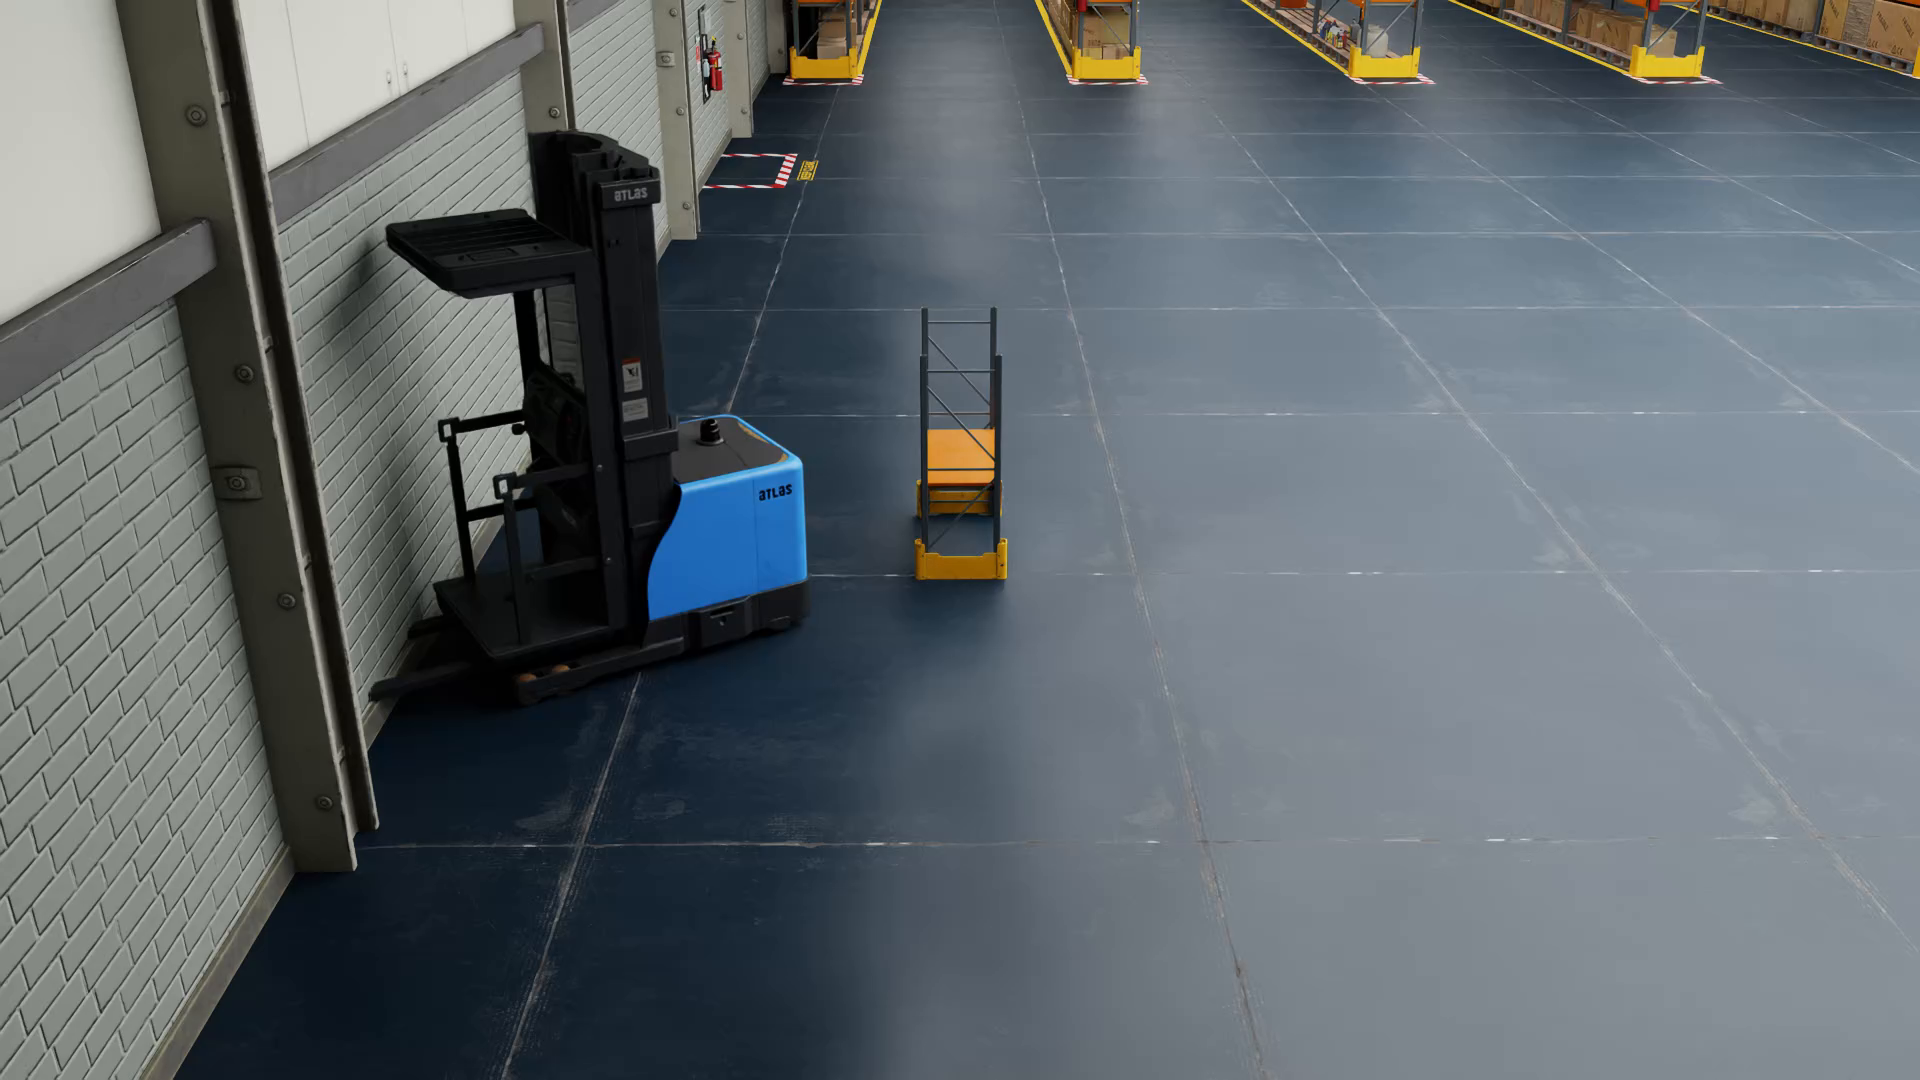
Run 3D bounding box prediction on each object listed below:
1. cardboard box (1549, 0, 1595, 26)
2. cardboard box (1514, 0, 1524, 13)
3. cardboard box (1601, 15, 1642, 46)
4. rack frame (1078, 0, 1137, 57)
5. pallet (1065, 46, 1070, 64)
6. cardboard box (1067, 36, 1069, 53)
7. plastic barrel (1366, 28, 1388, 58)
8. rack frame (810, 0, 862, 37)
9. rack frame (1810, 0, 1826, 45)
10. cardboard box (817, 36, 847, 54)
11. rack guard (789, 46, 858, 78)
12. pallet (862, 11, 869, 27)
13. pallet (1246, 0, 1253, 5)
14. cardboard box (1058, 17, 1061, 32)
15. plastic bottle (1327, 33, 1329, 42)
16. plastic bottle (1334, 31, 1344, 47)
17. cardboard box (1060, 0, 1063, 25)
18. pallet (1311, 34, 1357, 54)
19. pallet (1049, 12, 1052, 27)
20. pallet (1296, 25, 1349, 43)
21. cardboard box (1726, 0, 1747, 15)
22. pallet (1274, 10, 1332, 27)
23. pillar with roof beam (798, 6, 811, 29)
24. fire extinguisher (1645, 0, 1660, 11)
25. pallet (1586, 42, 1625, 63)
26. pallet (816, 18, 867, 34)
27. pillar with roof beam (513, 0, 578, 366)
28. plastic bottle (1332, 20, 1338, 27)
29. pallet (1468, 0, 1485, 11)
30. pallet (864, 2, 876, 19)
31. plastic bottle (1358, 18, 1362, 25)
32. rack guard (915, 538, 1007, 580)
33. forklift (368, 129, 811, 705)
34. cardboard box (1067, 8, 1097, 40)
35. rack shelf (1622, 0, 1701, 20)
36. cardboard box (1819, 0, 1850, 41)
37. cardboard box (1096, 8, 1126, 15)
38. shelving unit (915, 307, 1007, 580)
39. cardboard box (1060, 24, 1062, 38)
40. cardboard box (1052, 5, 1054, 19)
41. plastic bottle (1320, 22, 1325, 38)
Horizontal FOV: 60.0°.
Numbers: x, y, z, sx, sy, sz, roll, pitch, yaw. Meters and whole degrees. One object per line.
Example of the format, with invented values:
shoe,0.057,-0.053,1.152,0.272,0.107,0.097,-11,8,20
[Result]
cardboard box,12.452,-10.723,33.818,0.700,0.500,0.500,0,24,-1
cardboard box,12.407,-11.645,35.858,0.700,0.500,0.500,-2,24,-3
cardboard box,12.487,-9.608,31.377,0.500,0.500,0.500,-2,24,-5
rack frame,2.561,-9.520,28.660,1.000,3.000,0.127,0,24,-1
pallet,2.500,-9.066,31.040,1.003,0.211,1.213,0,24,-1
cardboard box,2.235,-9.091,30.537,0.500,0.250,0.500,0,24,-1
plastic barrel,7.430,-8.870,29.731,0.421,0.512,0.421,0,24,0
rack frame,-2.436,-11.145,32.252,1.000,3.000,0.127,0,24,-1
rack frame,17.384,-11.192,32.357,1.000,3.000,0.127,0,24,-1
cardboard box,-2.316,-8.992,30.221,0.500,0.311,0.500,2,24,4
rack guard,-2.393,-8.389,29.192,1.175,0.500,0.348,0,24,-1
pallet,-2.473,-11.201,35.759,1.003,0.211,1.213,0,24,-1
pallet,7.350,-12.897,39.510,1.003,0.211,1.213,0,24,-1
cardboard box,2.223,-10.277,33.159,0.500,0.250,0.500,0,24,-1
plastic bottle,7.046,-9.586,31.667,0.097,0.201,0.097,0,24,0
plastic bottle,7.080,-9.359,31.075,0.152,0.276,0.135,0,24,0
cardboard box,2.209,-10.256,32.204,0.500,0.500,0.500,0,24,-1
pallet,7.436,-9.642,32.313,1.003,0.211,1.213,0,24,-1
pallet,2.444,-11.207,35.773,1.003,0.211,1.213,0,24,-1
pallet,7.423,-10.242,33.640,1.003,0.211,1.213,0,24,-1
cardboard box,17.257,-11.756,35.822,1.050,0.750,0.750,-1,24,-1
pallet,7.396,-11.248,35.863,1.003,0.211,1.213,0,24,-1
pillar with roof beam,0.974,-15.006,33.510,9.100,9.000,0.400,0,24,-1
fire extinguisher,12.007,-9.479,28.662,0.296,0.674,0.183,0,24,-1
pallet,12.482,-9.161,31.248,1.003,0.211,1.213,0,24,-1
pallet,-2.462,-10.699,34.650,1.003,0.211,1.213,0,24,-1
pillar with roof beam,1.236,-5.117,11.643,9.100,9.000,0.400,0,24,-1
plastic bottle,7.208,-9.849,32.067,0.144,0.351,0.185,0,24,-1
pallet,12.436,-12.416,38.446,1.003,0.211,1.213,0,24,-1
pallet,-2.413,-11.848,37.190,1.003,0.211,1.213,0,24,-1
plastic bottle,7.766,-9.919,32.222,0.144,0.351,0.185,-1,24,-2
rack guard,0.006,0.123,10.675,0.587,0.250,0.087,0,24,-1
forklift,-2.425,-0.670,9.174,3.031,2.935,1.130,-15,28,-29
cardboard box,2.232,-9.432,30.382,0.500,0.500,0.500,0,24,-1
rack shelf,12.445,-10.060,30.726,1.077,0.370,4.000,0,24,-1
cardboard box,17.321,-10.156,32.134,0.875,0.875,0.875,0,24,0
cardboard box,2.752,-9.435,30.387,0.500,0.500,0.500,0,24,-1
shelving unit,0.001,-0.652,10.871,0.587,1.500,1.083,0,24,-1
cardboard box,2.219,-9.915,32.359,0.500,0.250,0.500,0,24,-1
cardboard box,2.204,-11.117,35.017,0.500,0.250,0.500,-1,24,-2
plastic bottle,7.066,-9.882,32.232,0.152,0.276,0.135,1,24,1
